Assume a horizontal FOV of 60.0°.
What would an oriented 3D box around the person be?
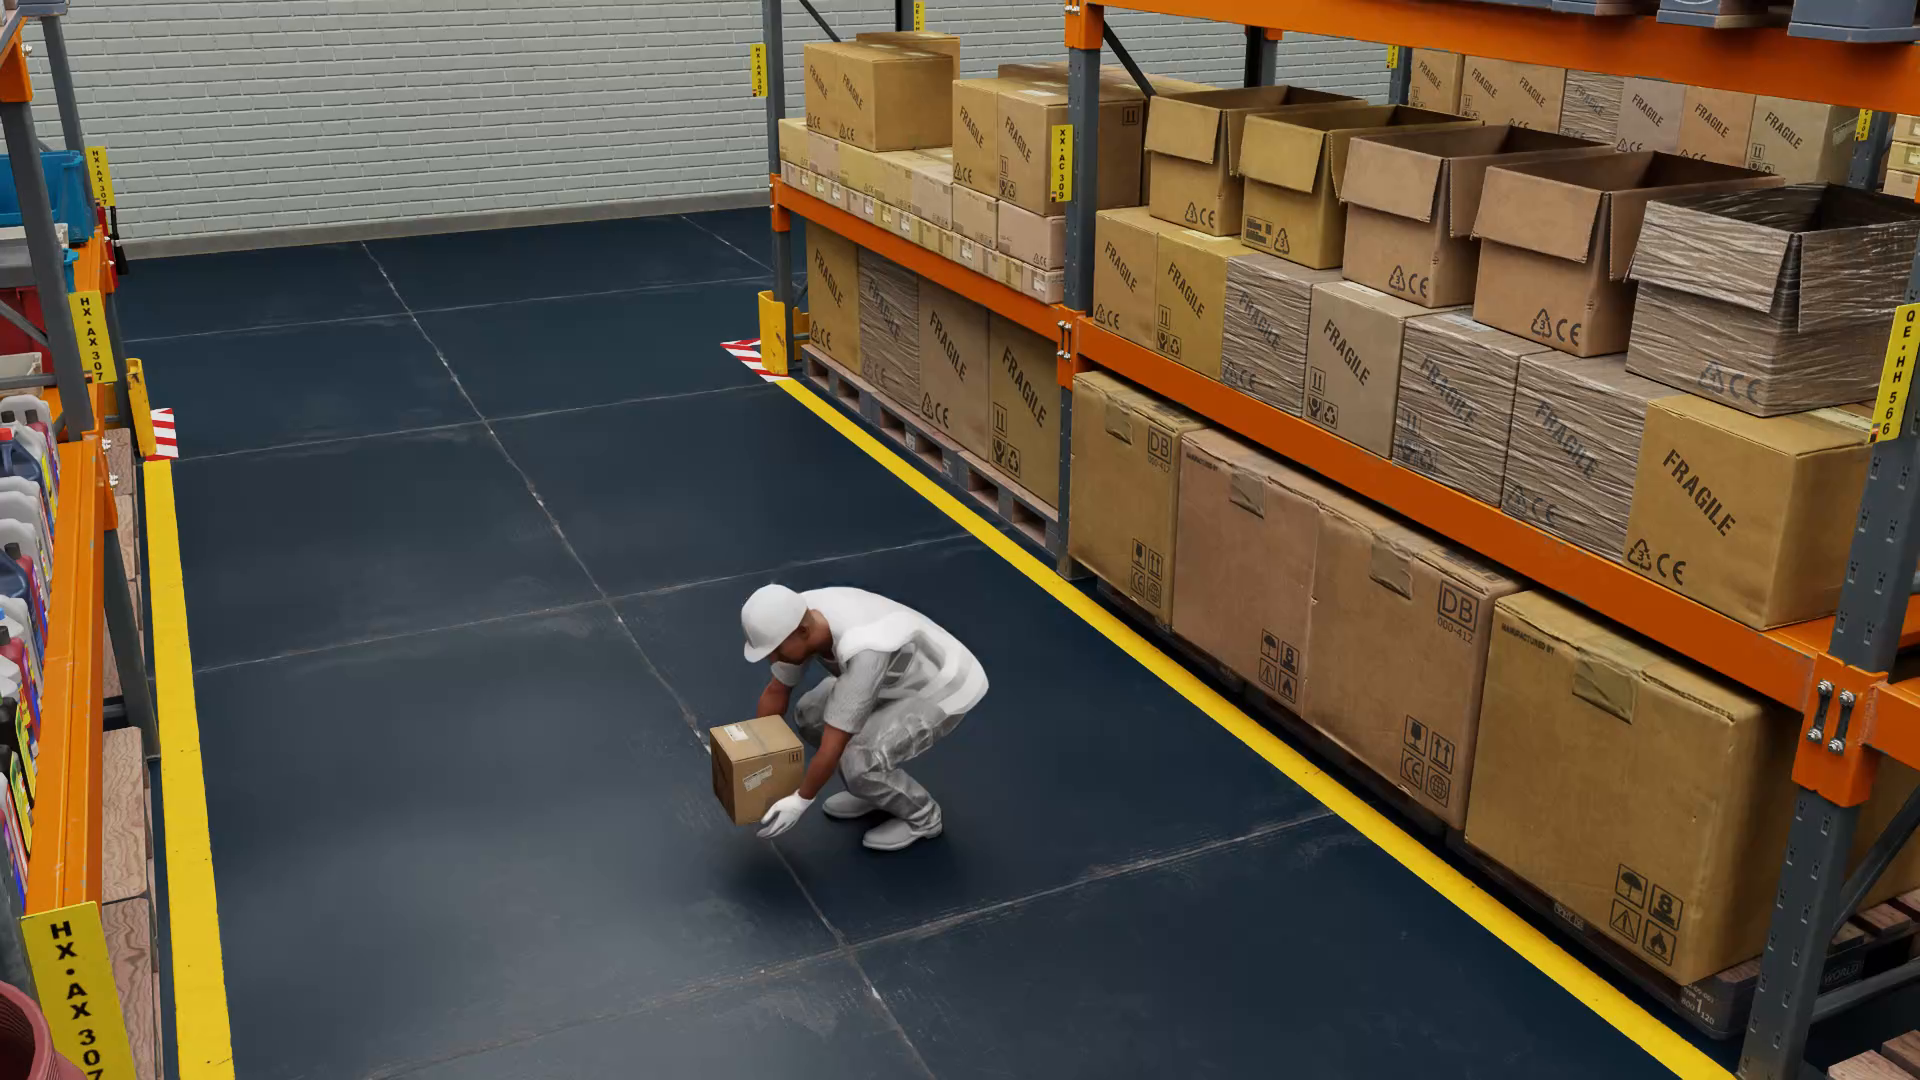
[{"bbox_3d":[-0.340,0.565,5.682,0.909,1.025,0.570,-10,24,-24],"label":"person"}]
